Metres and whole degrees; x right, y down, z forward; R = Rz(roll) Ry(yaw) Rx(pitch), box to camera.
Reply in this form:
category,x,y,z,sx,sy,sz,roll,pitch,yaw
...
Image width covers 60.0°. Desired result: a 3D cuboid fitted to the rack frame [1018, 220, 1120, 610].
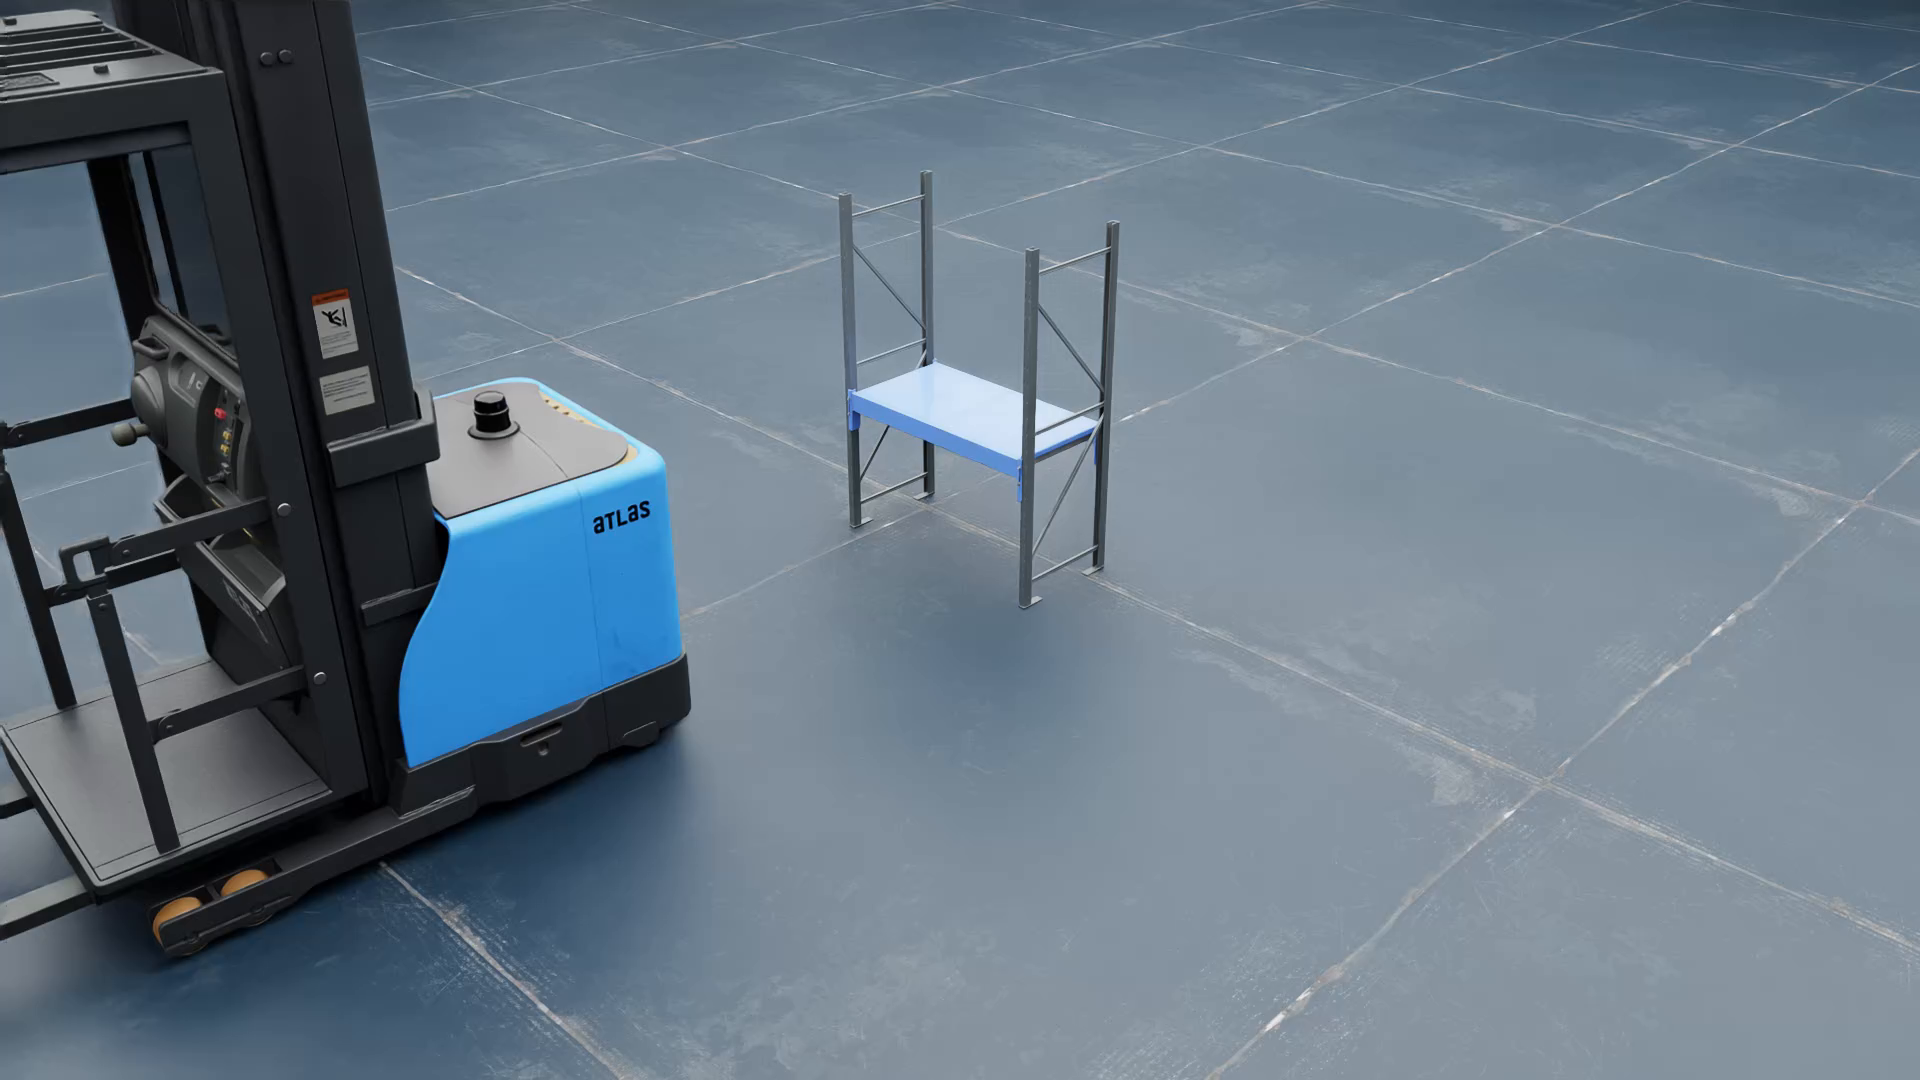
category,x,y,z,sx,sy,sz,roll,pitch,yaw
rack frame,0.423,-0.470,6.533,0.032,1.500,0.500,25,36,38

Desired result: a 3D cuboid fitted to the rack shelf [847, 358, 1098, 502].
category,x,y,z,sx,sy,sz,roll,pitch,yaw
rack shelf,0.061,-0.477,6.932,1.000,0.185,0.538,25,36,38

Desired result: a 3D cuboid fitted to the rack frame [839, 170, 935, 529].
category,x,y,z,sx,sy,sz,roll,pitch,yaw
rack frame,-0.302,-0.802,7.163,0.032,1.500,0.500,25,36,38

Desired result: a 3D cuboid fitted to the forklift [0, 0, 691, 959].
category,x,y,z,sx,sy,sz,roll,pitch,yaw
forklift,-2.404,-0.346,4.759,3.031,2.935,1.130,-22,35,-36

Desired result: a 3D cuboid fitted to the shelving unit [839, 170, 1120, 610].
category,x,y,z,sx,sy,sz,roll,pitch,yaw
shelving unit,0.061,-0.636,6.848,1.048,1.500,0.538,25,36,38
